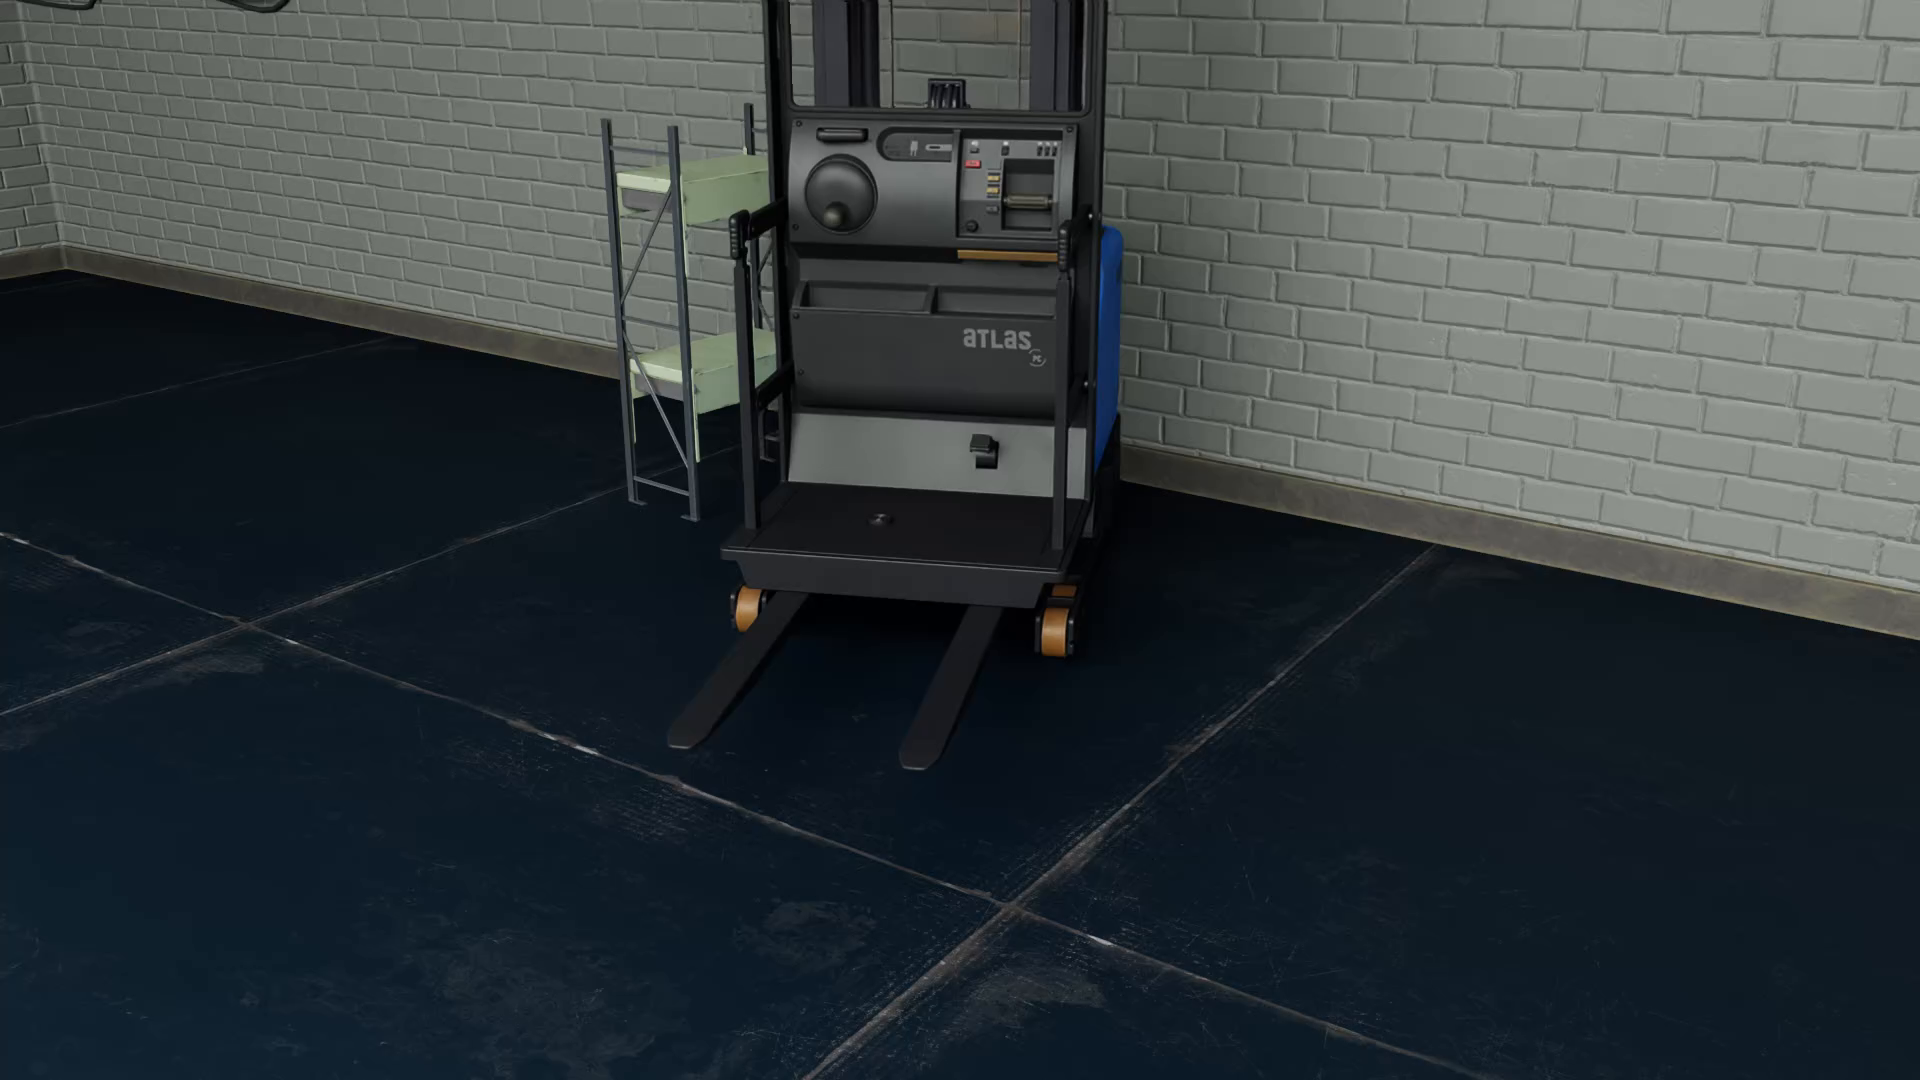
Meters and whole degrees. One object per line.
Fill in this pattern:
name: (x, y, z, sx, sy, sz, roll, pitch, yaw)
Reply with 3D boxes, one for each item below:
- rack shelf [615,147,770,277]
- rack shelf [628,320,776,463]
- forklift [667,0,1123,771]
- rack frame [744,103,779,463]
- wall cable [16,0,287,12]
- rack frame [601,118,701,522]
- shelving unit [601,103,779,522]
rack shelf: (-0.940, -1.283, 6.447, 0.431, 0.370, 0.720, 16, 25, 36)
rack shelf: (-0.940, -0.611, 6.695, 0.431, 0.370, 0.720, 16, 25, 36)
forklift: (-0.130, -1.138, 5.116, 1.130, 2.935, 3.031, 4, 21, 10)
rack frame: (-0.710, -1.016, 6.849, 0.400, 1.500, 0.023, 16, 25, 36)
wall cable: (-4.840, -4.302, 9.401, 3.097, 2.526, 0.112, 13, 24, 32)
rack frame: (-1.170, -0.818, 6.315, 0.400, 1.500, 0.023, 16, 25, 36)
shelving unit: (-0.940, -0.917, 6.582, 0.431, 1.500, 0.755, 16, 25, 36)
